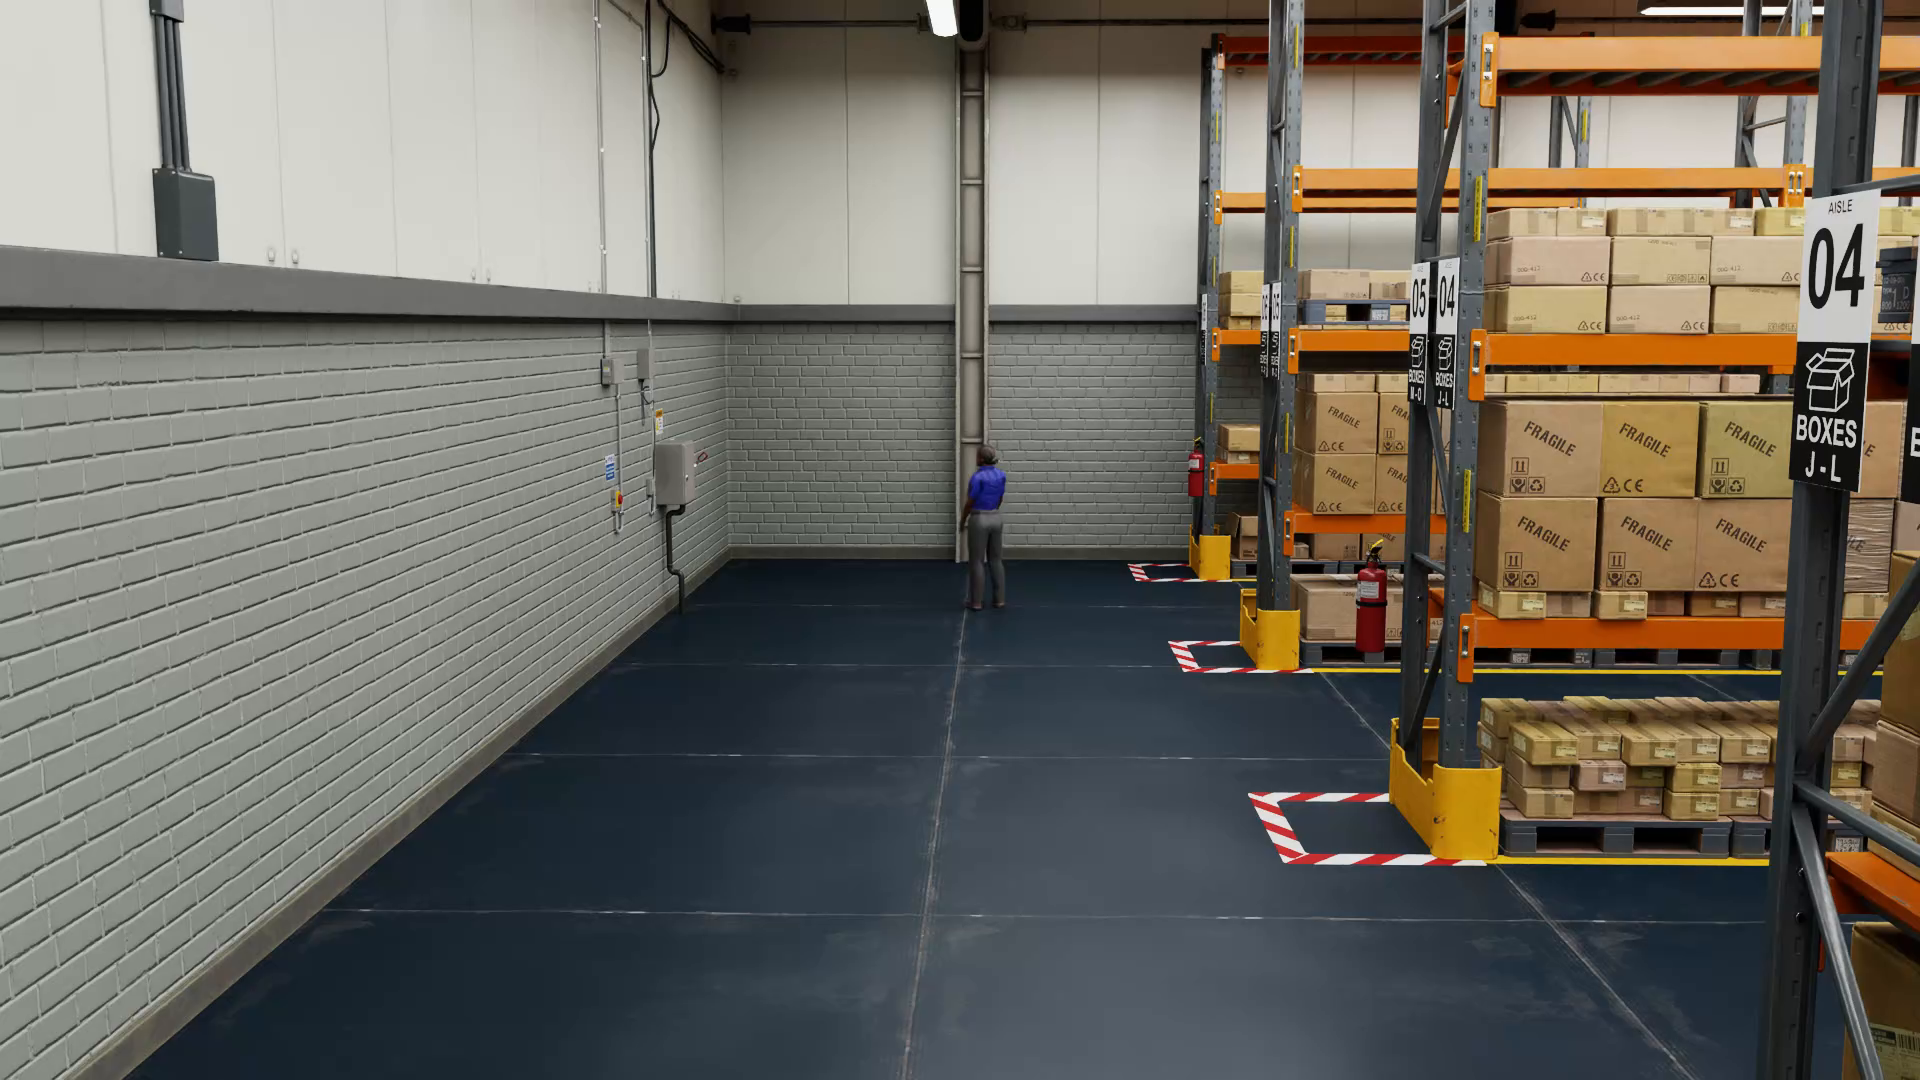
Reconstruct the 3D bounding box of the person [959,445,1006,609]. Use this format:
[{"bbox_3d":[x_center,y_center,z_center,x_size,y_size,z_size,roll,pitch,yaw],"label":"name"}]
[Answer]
[{"bbox_3d":[0.252,-0.132,16.770,0.554,1.648,0.420,-6,9,-39],"label":"person"}]
